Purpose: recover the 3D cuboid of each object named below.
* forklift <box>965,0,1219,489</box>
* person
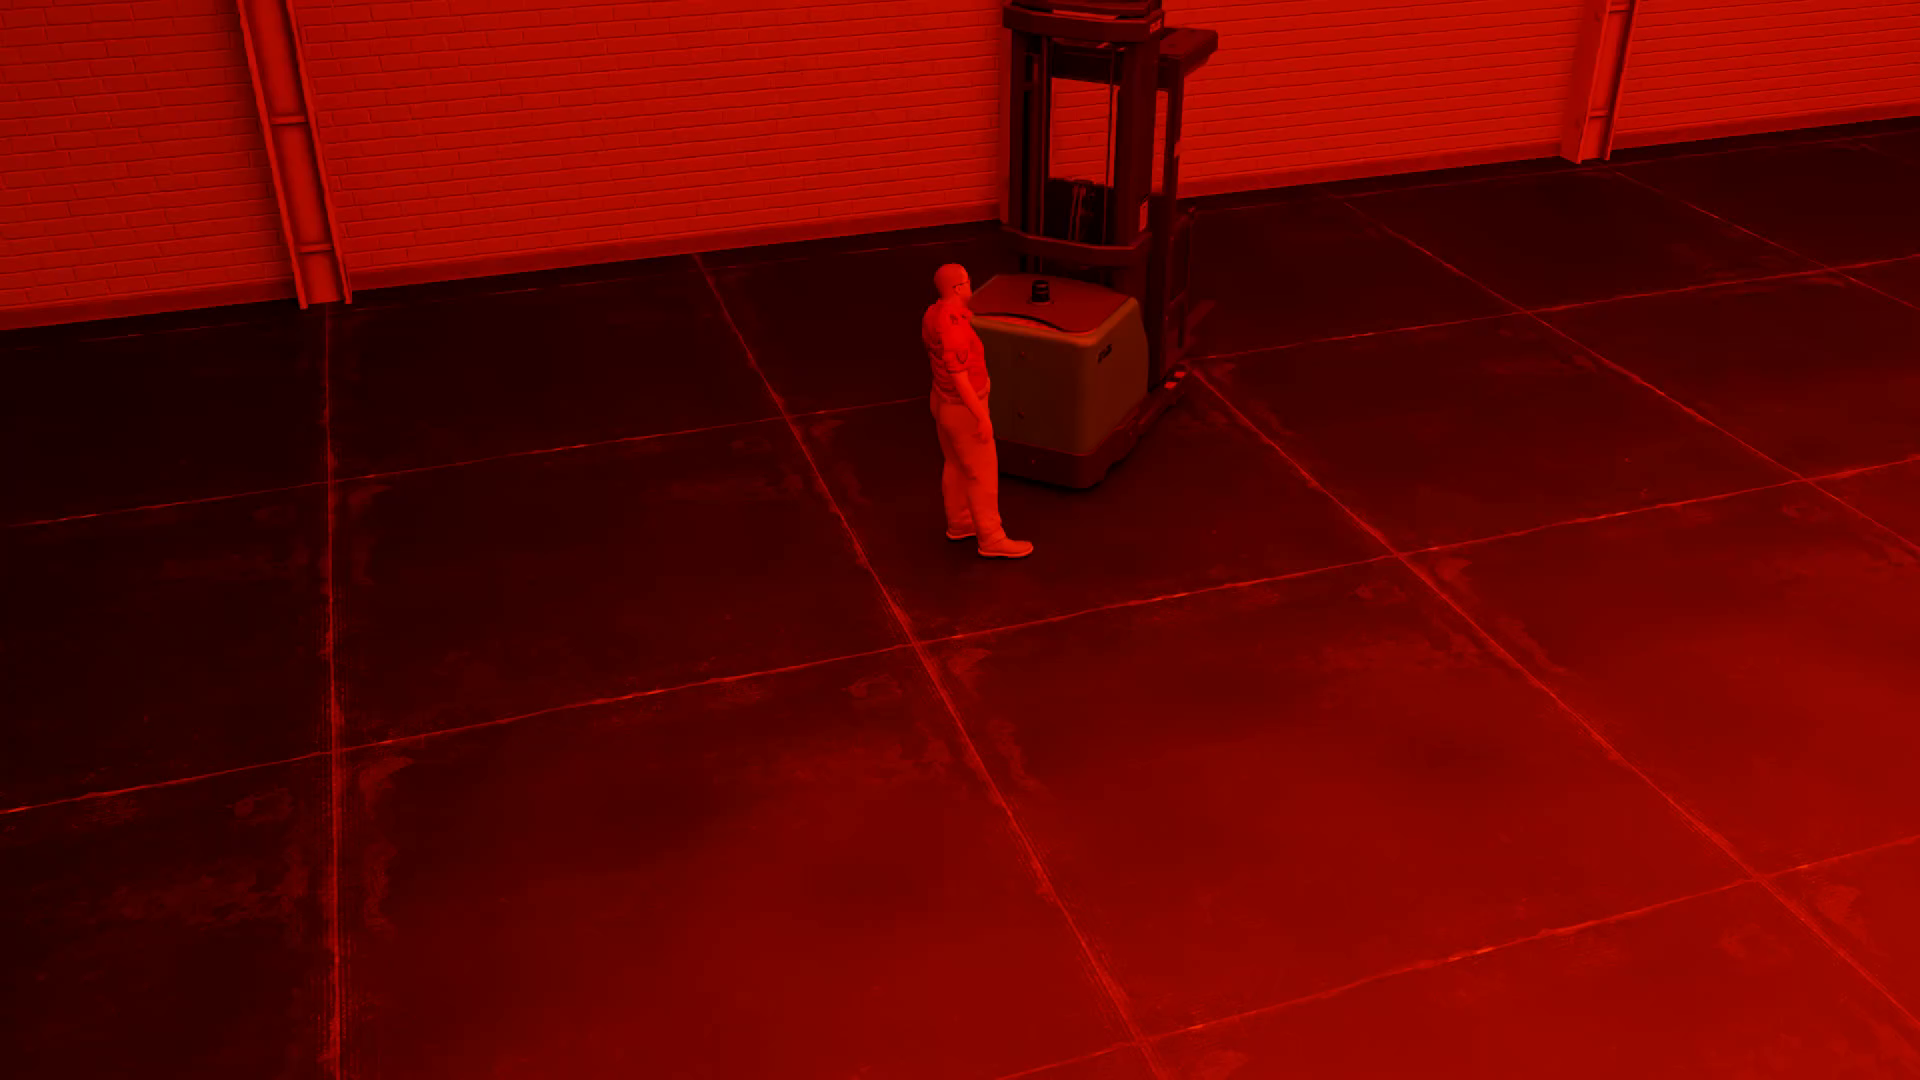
[{"bbox_3d":[0.992,-2.305,11.093,1.130,2.935,3.031,14,33,22],"label":"forklift"},{"bbox_3d":[0.091,-0.770,9.617,0.535,1.726,0.661,-10,31,-16],"label":"person"}]
